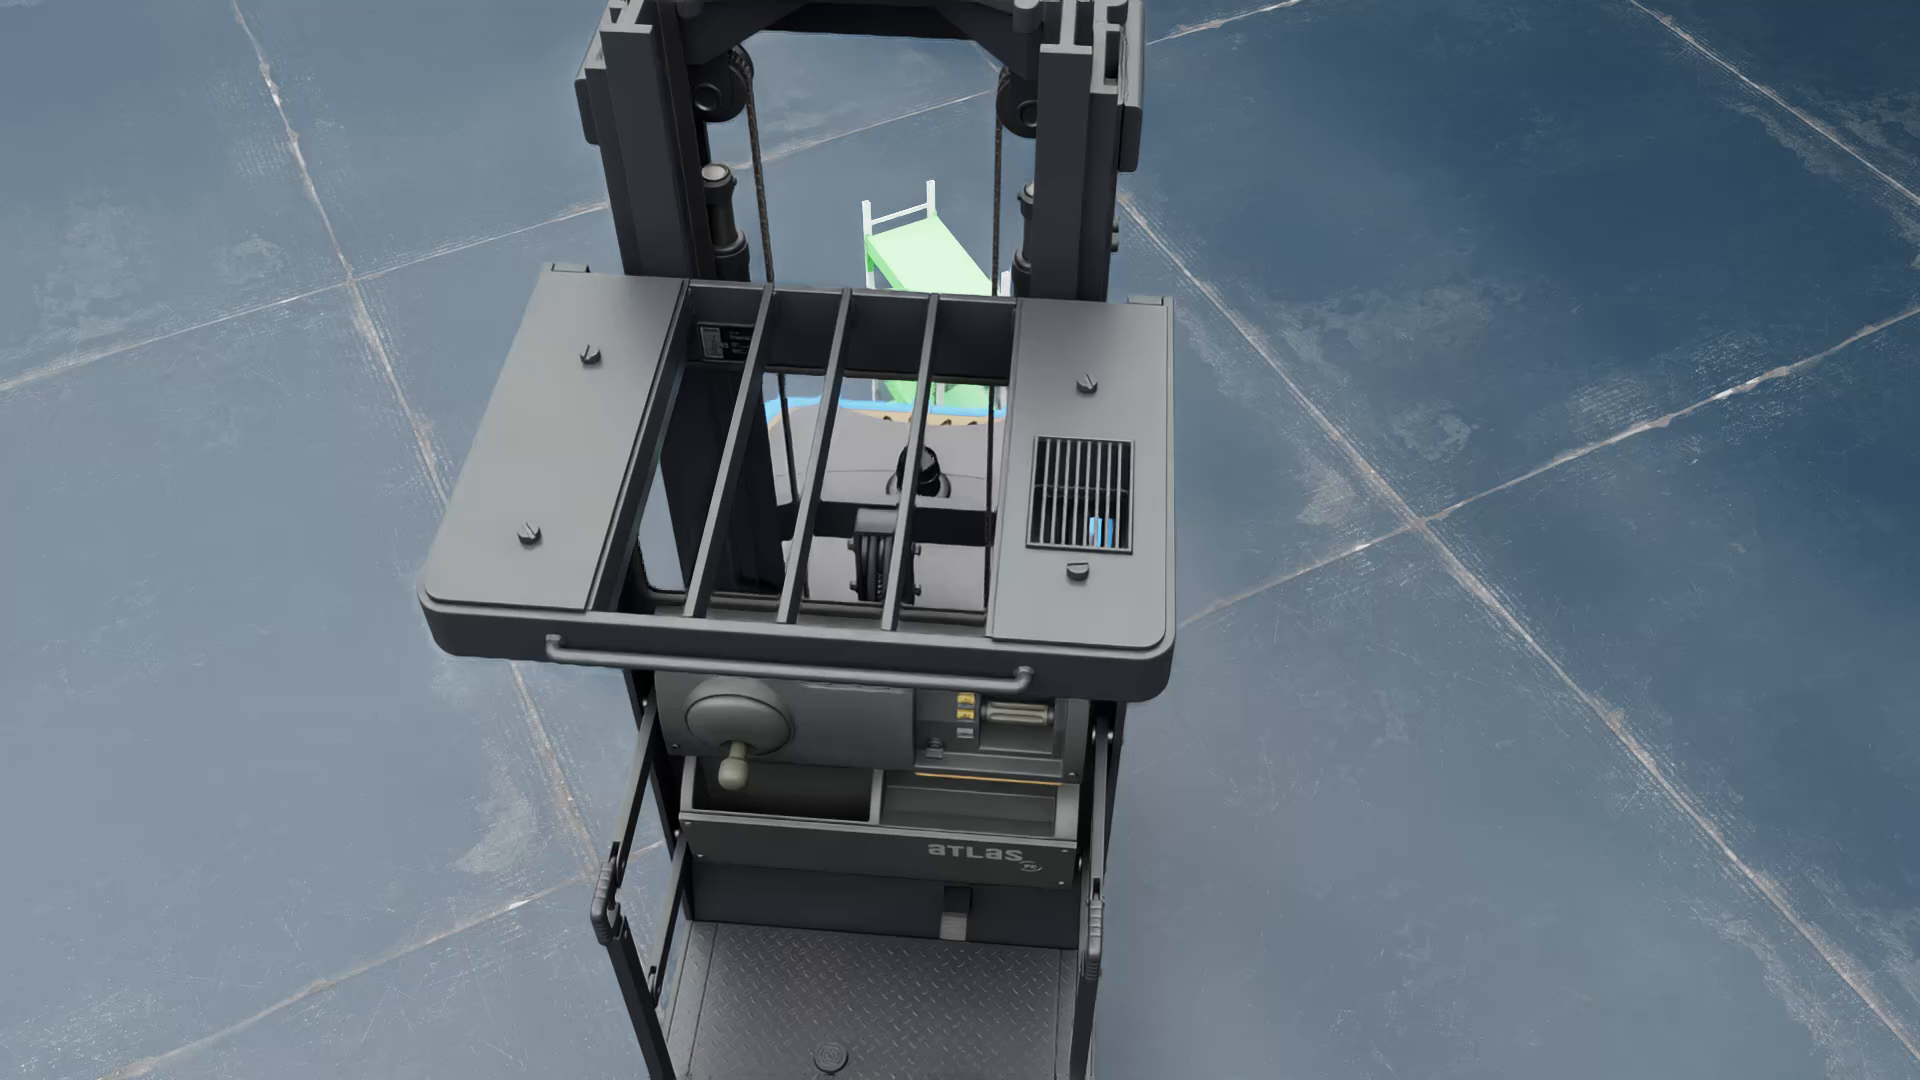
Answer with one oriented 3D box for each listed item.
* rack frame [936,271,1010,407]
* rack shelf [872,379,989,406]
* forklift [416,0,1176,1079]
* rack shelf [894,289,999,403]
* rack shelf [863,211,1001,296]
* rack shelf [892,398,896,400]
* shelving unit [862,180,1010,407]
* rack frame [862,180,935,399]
[{"bbox_3d":[0.036,-0.342,5.252,0.240,1.200,0.015,-21,52,-18],"label":"rack frame"},{"bbox_3d":[-0.076,-0.464,5.443,0.258,0.148,0.480,-21,52,-18],"label":"rack shelf"},{"bbox_3d":[-0.204,0.461,3.399,1.130,2.935,3.031,4,49,3],"label":"forklift"},{"bbox_3d":[-0.076,-0.622,5.263,0.258,0.148,0.480,-21,52,-18],"label":"rack shelf"},{"bbox_3d":[-0.076,-0.780,5.082,0.258,0.148,0.480,-21,52,-18],"label":"rack shelf"},{"bbox_3d":[-0.076,-0.306,5.624,0.258,0.148,0.480,-21,52,-18],"label":"rack shelf"},{"bbox_3d":[-0.076,-0.506,5.395,0.258,1.200,0.503,-21,52,-18],"label":"shelving unit"},{"bbox_3d":[-0.187,-0.669,5.538,0.240,1.200,0.015,-21,52,-18],"label":"rack frame"}]
